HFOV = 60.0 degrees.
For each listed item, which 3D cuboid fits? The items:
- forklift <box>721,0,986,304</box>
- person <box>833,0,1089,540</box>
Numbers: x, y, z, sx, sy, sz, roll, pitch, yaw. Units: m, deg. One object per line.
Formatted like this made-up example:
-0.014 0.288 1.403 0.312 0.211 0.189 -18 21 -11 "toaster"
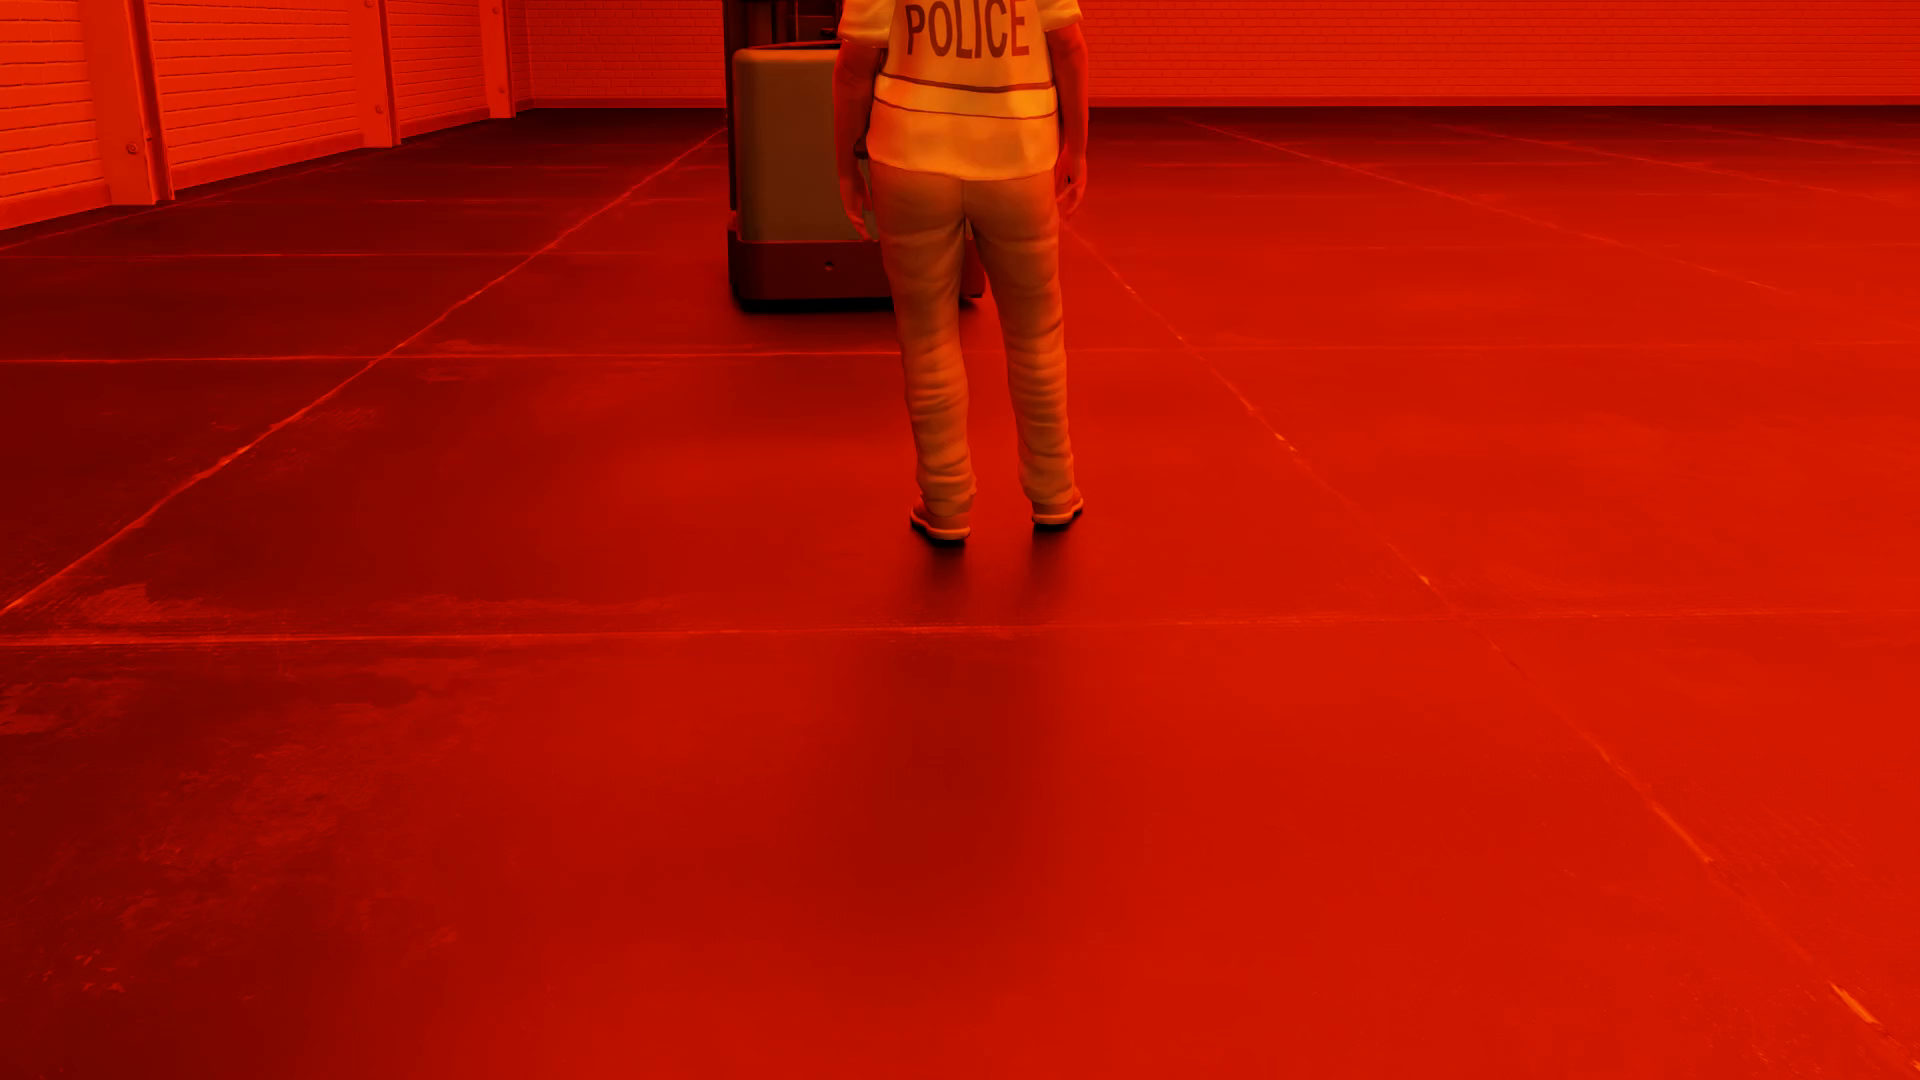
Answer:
-0.612 -2.793 8.036 1.130 2.935 3.031 -2 17 -8 "forklift"
0.019 -0.826 3.747 0.598 1.670 0.529 -1 17 -3 "person"
